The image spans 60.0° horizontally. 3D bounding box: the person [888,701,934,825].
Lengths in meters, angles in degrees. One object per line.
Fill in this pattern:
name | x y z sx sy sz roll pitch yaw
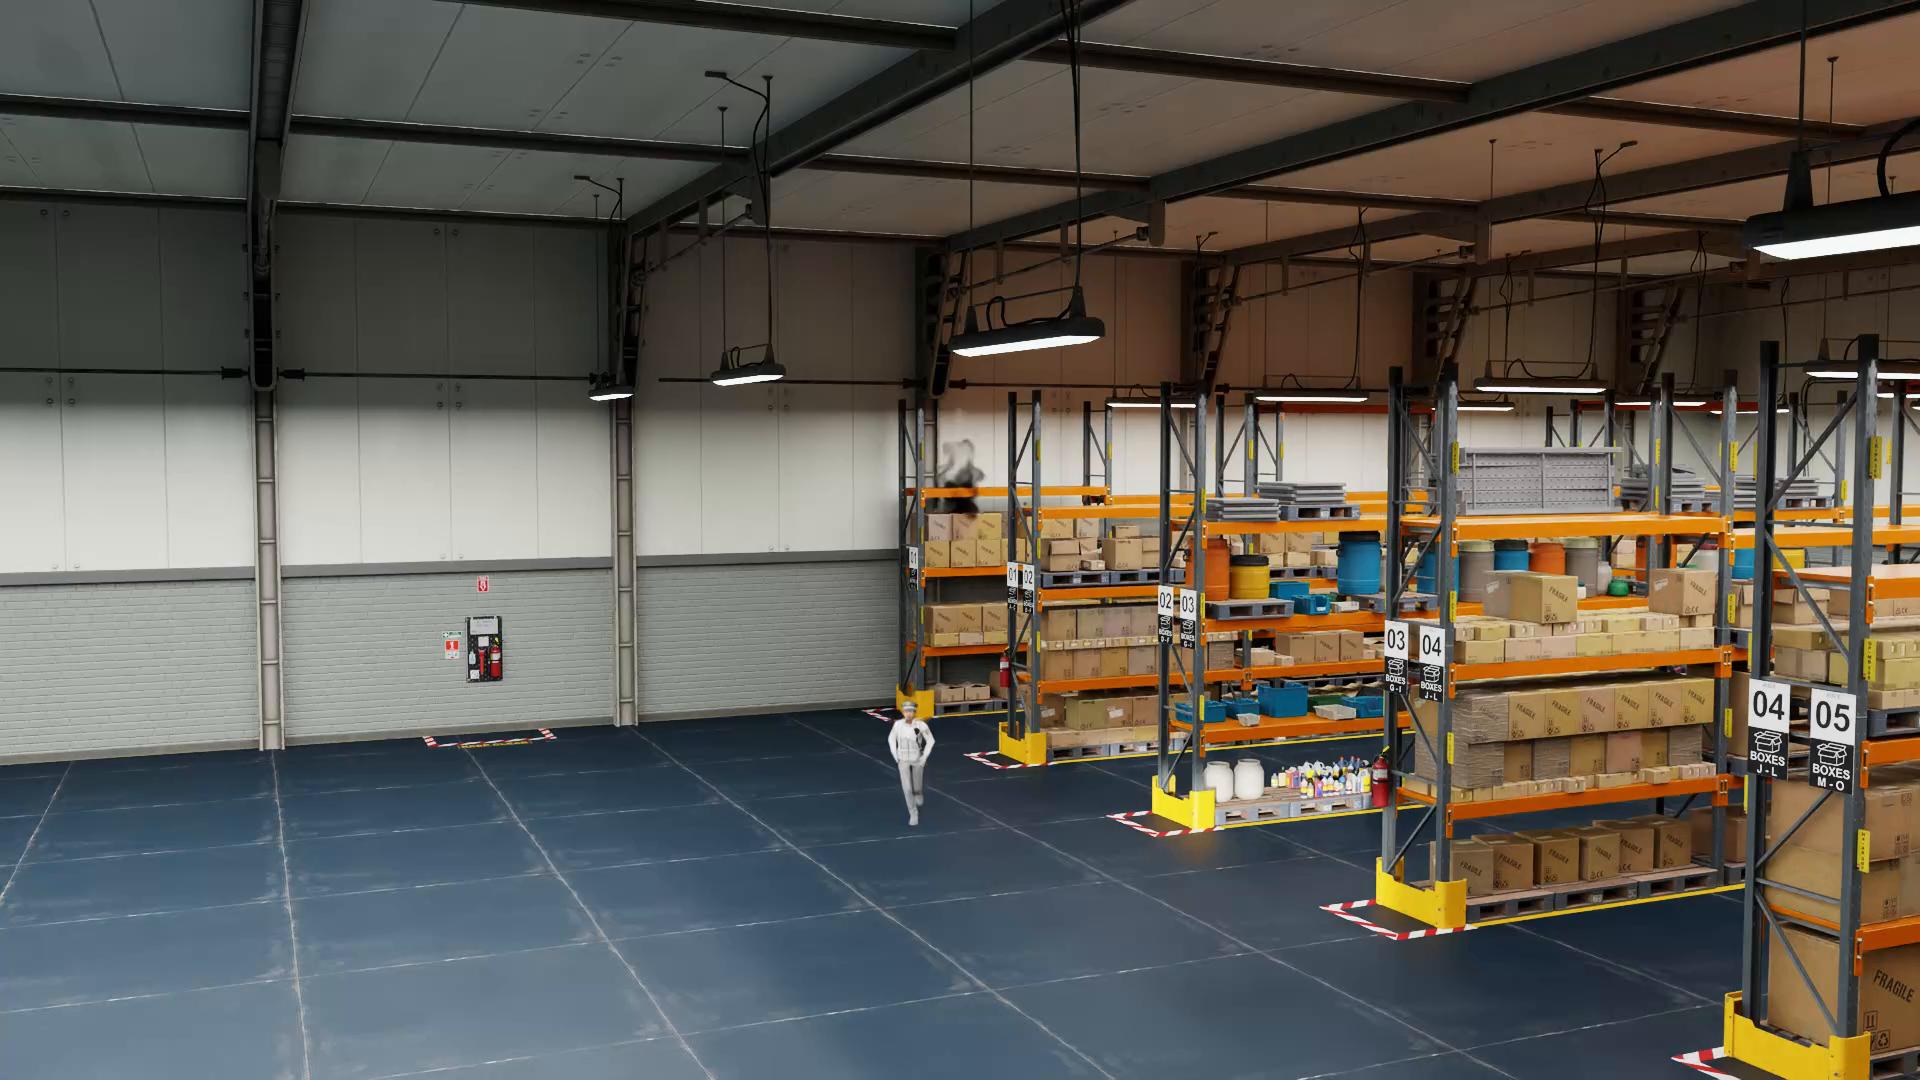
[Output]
person | -0.673 3.013 22.773 0.642 1.668 0.650 0 3 7
